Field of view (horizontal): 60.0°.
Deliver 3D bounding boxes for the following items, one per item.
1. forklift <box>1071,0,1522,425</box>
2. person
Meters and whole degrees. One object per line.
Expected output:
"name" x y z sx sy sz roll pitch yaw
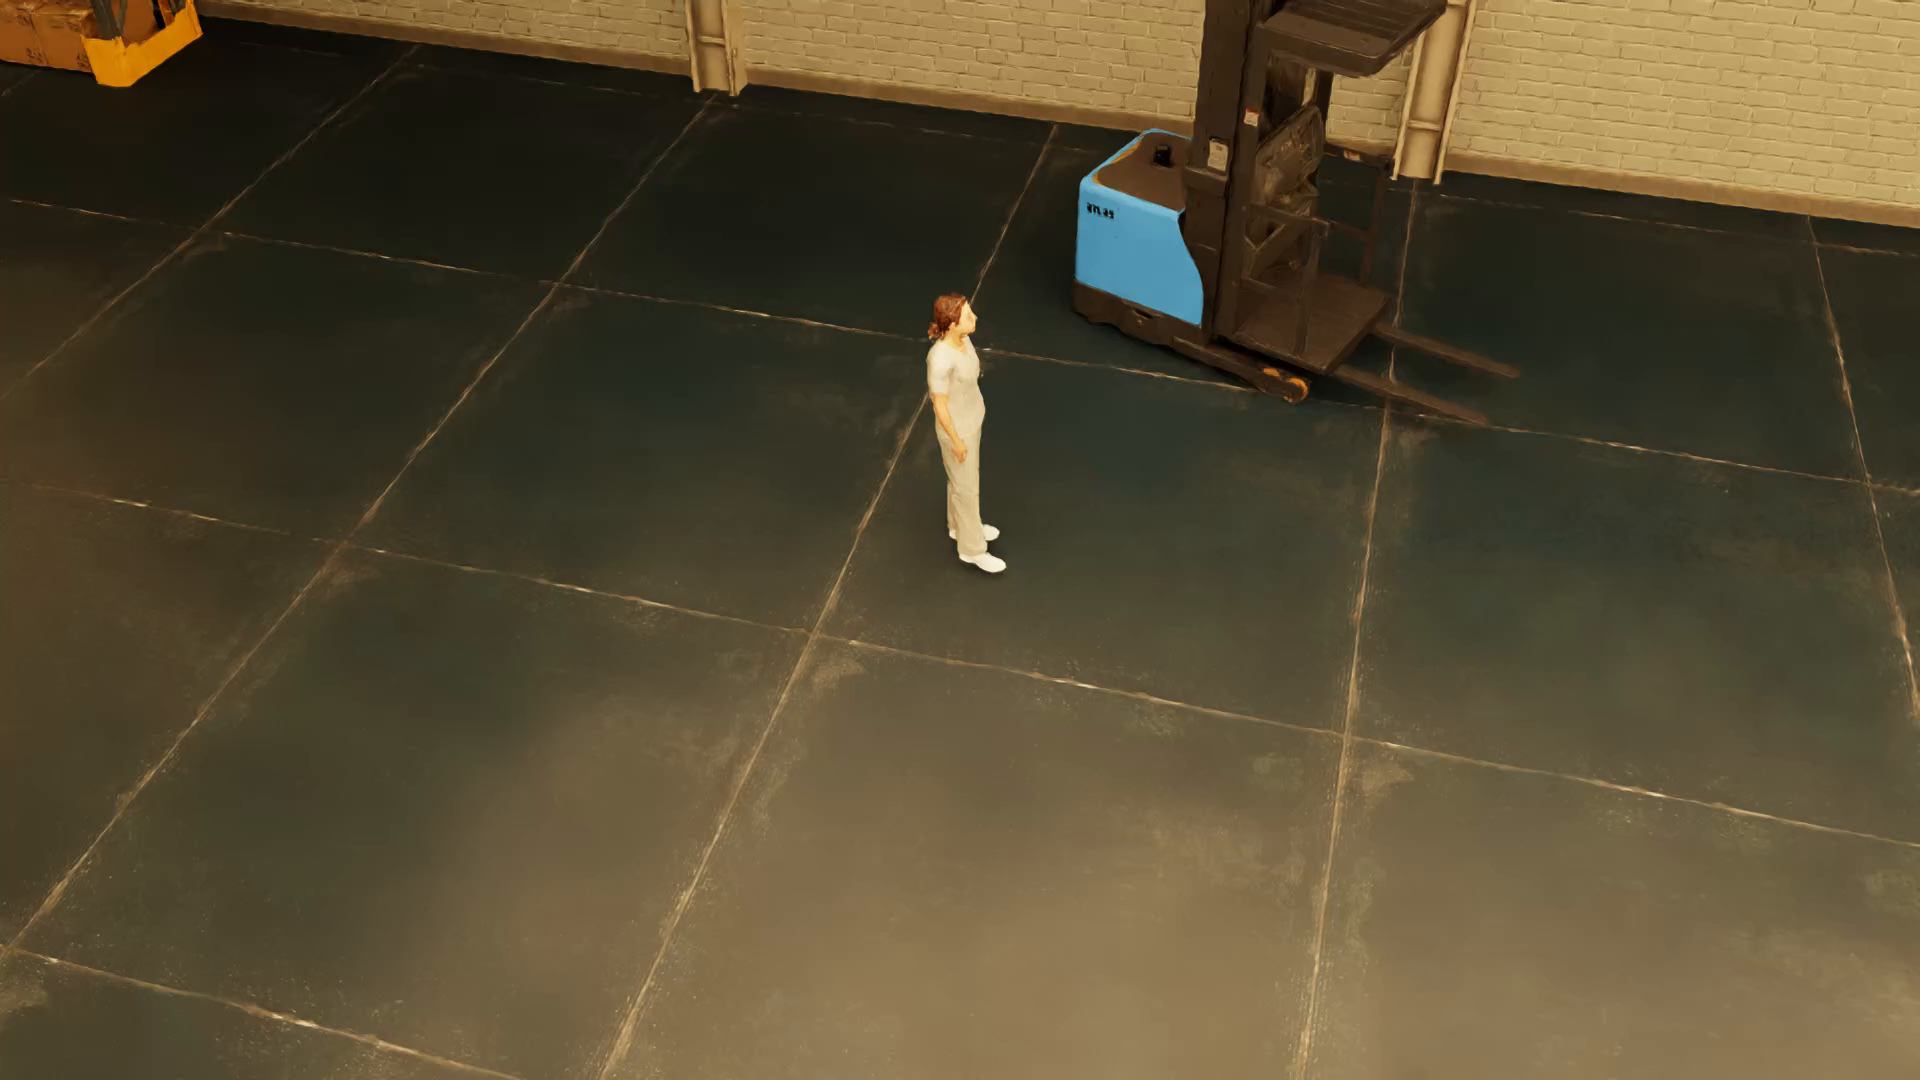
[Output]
"forklift" 2.292 -2.423 10.626 3.031 2.935 1.130 25 47 26
"person" 0.067 -0.640 9.482 0.549 1.662 0.550 10 42 11
